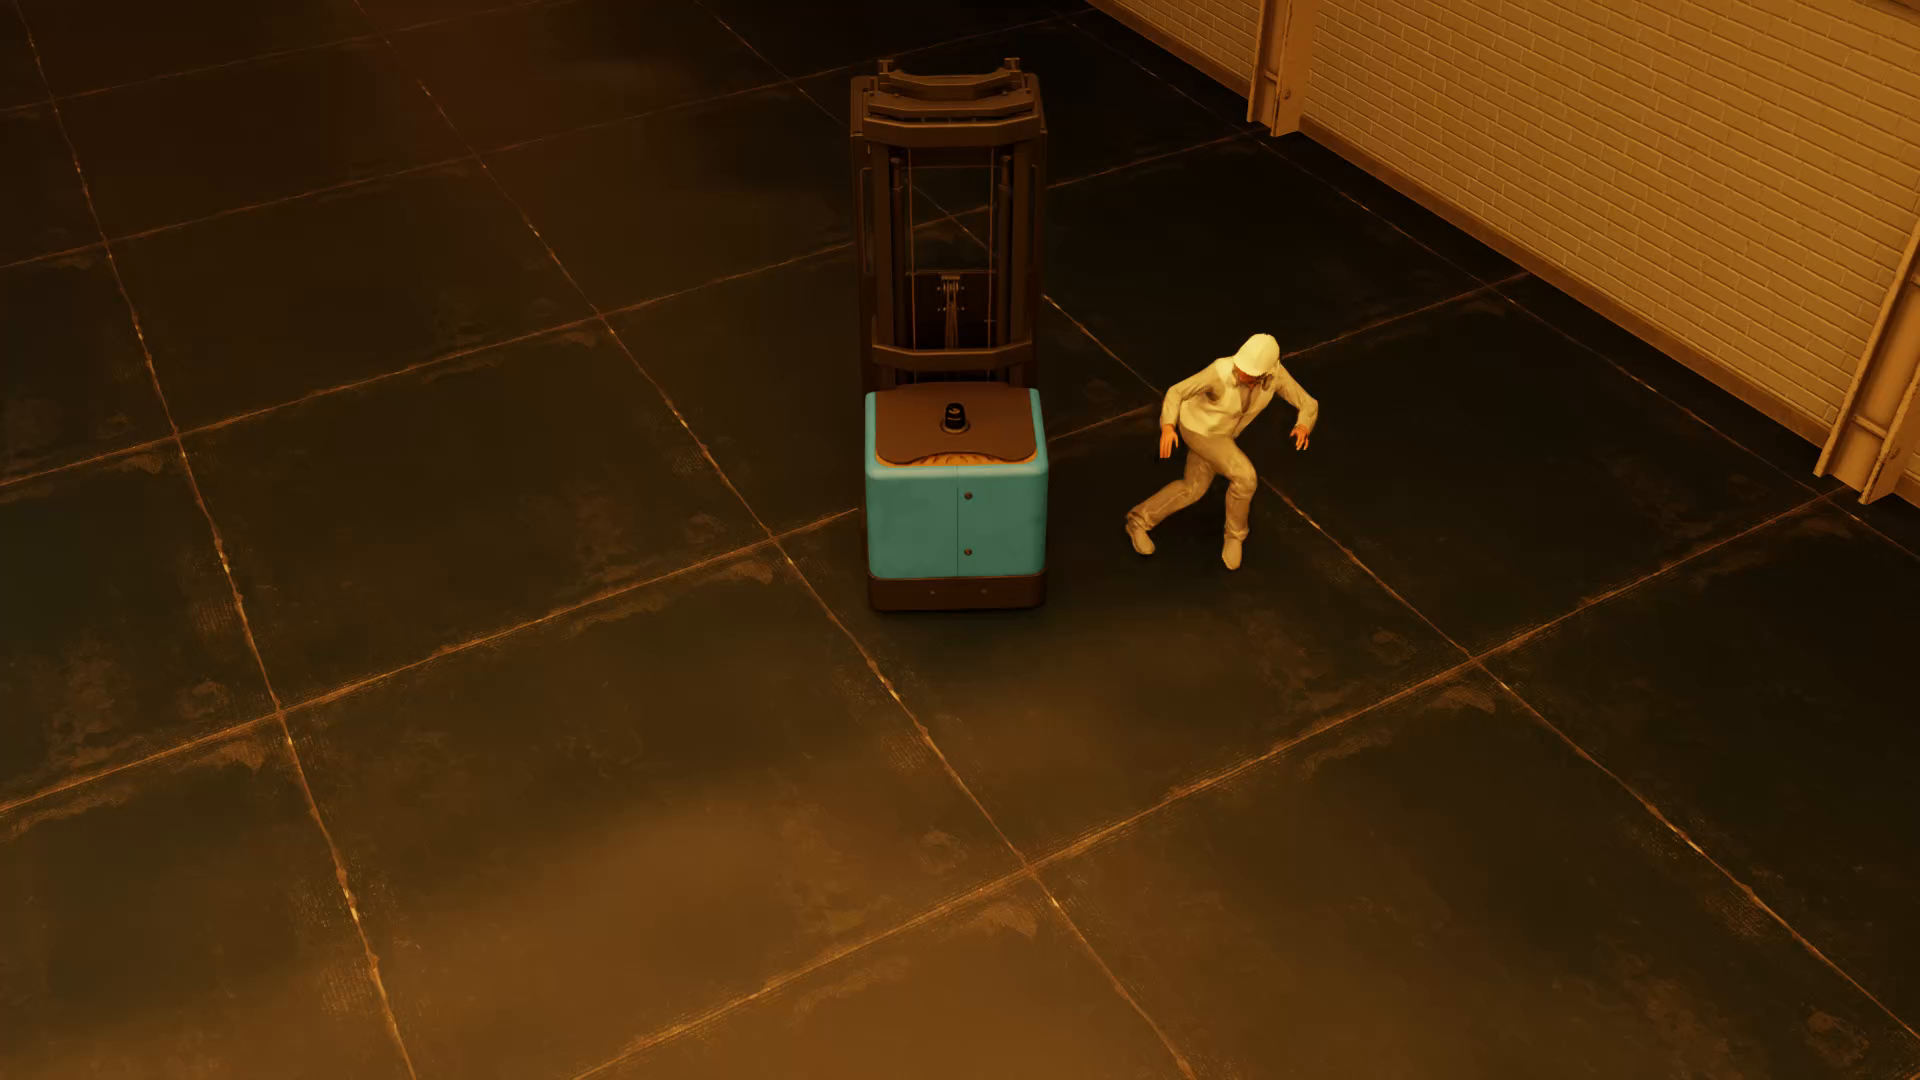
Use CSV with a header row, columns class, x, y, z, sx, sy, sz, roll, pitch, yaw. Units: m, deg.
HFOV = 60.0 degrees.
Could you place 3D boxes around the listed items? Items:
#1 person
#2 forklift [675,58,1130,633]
class,x,y,z,sx,sy,sz,roll,pitch,yaw
person,3.189,-1.040,10.211,0.732,1.757,0.519,-13,42,-16
forklift,-0.481,-1.366,9.683,3.031,2.935,1.130,26,46,28
